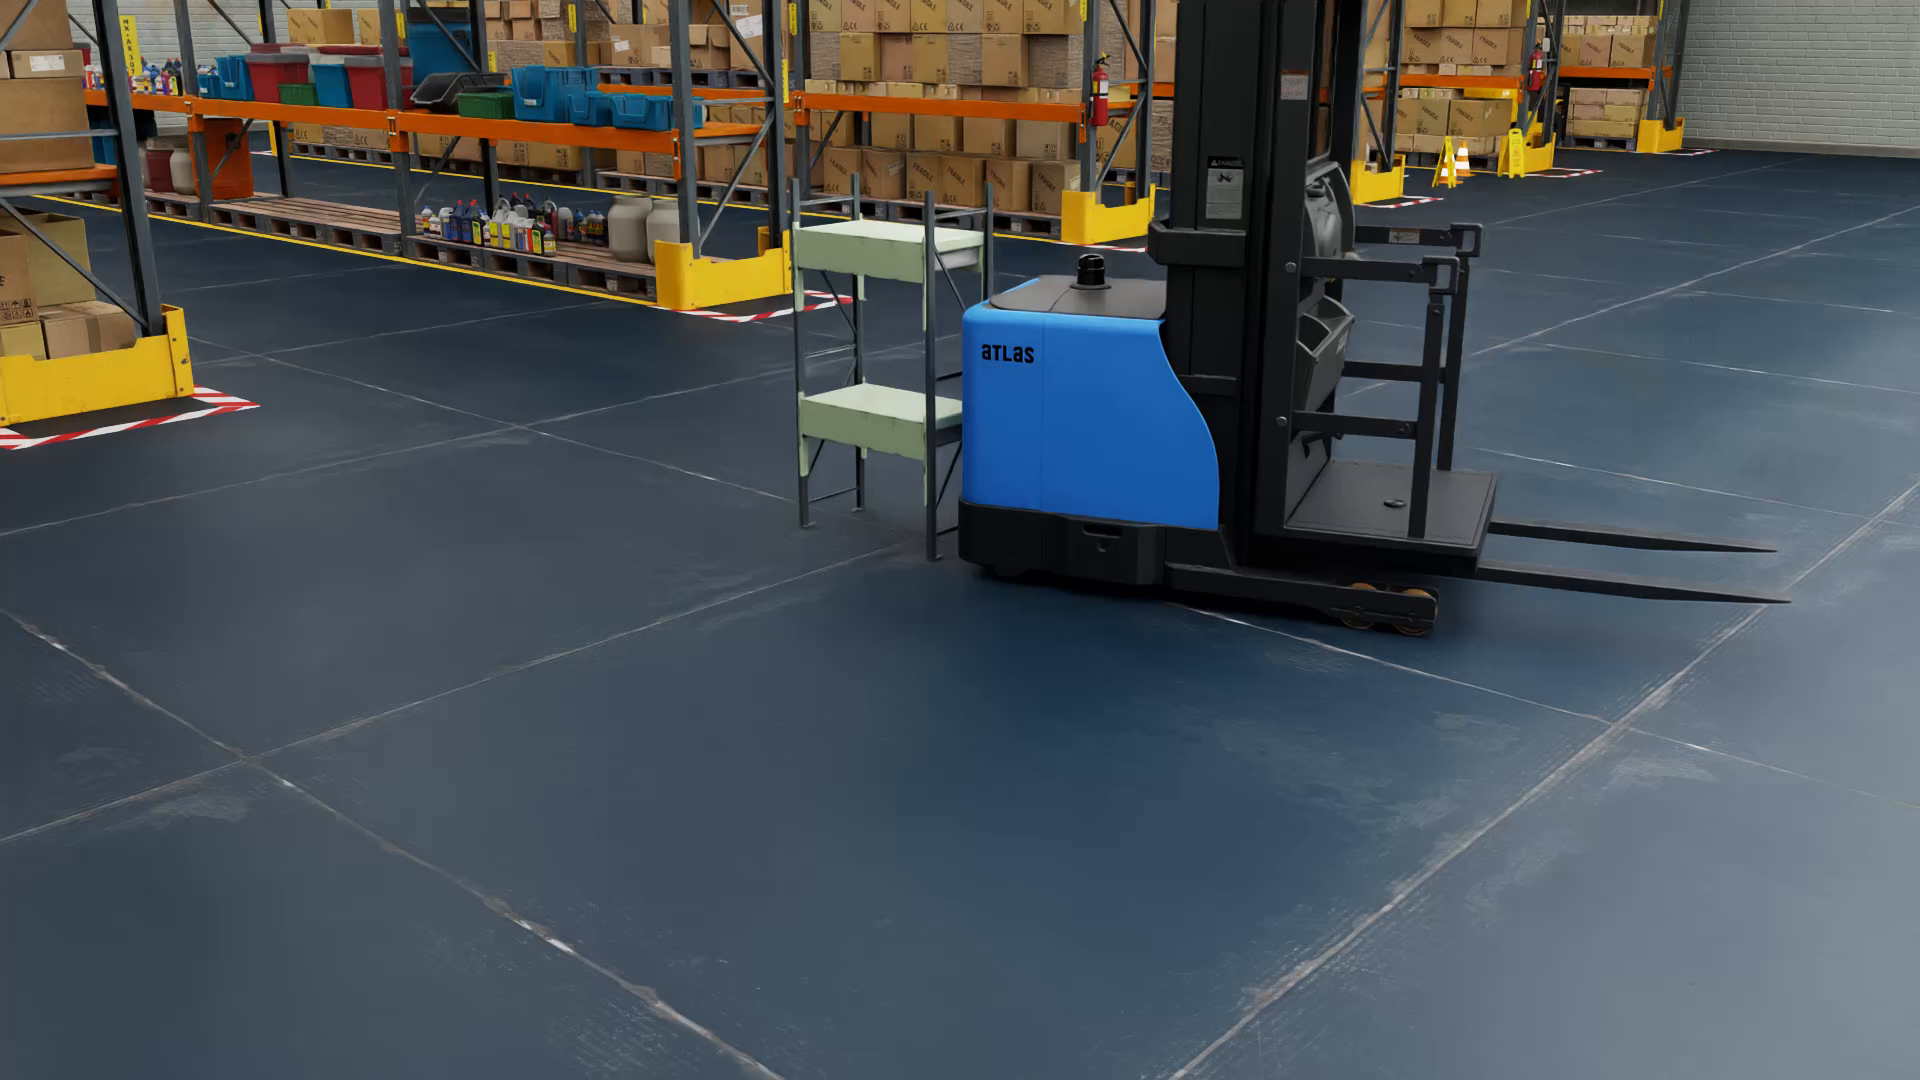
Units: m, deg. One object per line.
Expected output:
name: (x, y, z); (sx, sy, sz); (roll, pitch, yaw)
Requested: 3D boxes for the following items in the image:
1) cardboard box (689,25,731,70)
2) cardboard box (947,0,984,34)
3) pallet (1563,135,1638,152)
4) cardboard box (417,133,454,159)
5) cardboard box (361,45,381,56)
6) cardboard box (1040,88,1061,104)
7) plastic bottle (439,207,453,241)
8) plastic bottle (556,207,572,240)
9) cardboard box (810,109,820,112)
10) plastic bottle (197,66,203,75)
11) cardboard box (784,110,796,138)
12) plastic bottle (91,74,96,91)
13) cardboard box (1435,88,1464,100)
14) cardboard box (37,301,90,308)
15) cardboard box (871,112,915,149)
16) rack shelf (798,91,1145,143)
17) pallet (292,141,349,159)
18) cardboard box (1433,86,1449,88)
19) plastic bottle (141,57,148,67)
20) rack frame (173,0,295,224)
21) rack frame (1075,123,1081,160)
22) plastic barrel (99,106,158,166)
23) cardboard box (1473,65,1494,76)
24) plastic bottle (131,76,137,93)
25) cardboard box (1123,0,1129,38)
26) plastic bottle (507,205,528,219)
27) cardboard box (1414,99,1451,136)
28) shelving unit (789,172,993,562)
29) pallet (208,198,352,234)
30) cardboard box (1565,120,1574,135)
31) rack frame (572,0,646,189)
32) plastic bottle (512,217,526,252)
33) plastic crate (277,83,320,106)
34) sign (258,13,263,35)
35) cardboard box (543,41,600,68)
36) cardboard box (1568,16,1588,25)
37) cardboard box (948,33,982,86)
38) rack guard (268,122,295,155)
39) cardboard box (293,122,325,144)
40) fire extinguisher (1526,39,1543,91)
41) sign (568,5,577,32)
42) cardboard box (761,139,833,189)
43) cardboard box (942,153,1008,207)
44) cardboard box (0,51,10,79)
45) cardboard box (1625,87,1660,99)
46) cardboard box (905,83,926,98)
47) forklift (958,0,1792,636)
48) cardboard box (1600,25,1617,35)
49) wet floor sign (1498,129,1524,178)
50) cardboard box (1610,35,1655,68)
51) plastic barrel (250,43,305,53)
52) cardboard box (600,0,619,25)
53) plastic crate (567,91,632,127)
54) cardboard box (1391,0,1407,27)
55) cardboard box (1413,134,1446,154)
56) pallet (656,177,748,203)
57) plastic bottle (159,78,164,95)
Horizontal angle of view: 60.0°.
cardboard box: (-2.810, -5.823, 19.635); (0.797, 0.503, 0.637); (-15, 23, -40)
cardboard box: (0.214, -5.363, 16.743); (0.500, 0.500, 0.500); (15, 23, 39)
pallet: (10.809, -6.624, 27.634); (1.213, 0.211, 1.003); (15, 23, 39)
cardboard box: (-6.944, -5.916, 23.611); (0.875, 0.875, 1.225); (15, 23, 39)
cardboard box: (-8.329, -7.055, 24.140); (0.500, 0.250, 0.500); (16, 24, 41)
cardboard box: (1.003, -4.384, 16.382); (0.250, 0.149, 0.380); (15, 23, 39)
plastic bottle: (-4.533, -2.815, 14.798); (0.135, 0.276, 0.152); (16, 24, 41)
plastic bottle: (-3.563, -2.836, 14.864); (0.135, 0.276, 0.152); (16, 23, 40)
cardboard box: (-2.147, -6.694, 25.444); (0.500, 0.250, 0.500); (15, 23, 40)
plastic bottle: (-8.601, -5.242, 18.884); (0.097, 0.271, 0.097); (0, 18, 0)
cardboard box: (-2.534, -6.440, 25.884); (0.500, 0.500, 0.500); (14, 22, 37)
plastic bottle: (-9.869, -5.242, 19.000); (0.097, 0.201, 0.097); (0, 18, 0)
cardboard box: (7.026, -6.402, 23.863); (0.250, 0.149, 0.380); (16, 24, 41)
cardboard box: (-5.669, -1.349, 10.256); (0.500, 0.250, 0.500); (15, 23, 39)
cardboard box: (-0.681, -6.136, 24.513); (0.750, 0.750, 1.050); (15, 23, 39)
rack shelf: (0.044, -4.502, 17.526); (4.000, 0.370, 1.077); (15, 23, 39)
pallet: (-9.778, -6.183, 26.247); (1.213, 0.211, 1.003); (15, 23, 39)
cardboard box: (8.571, -7.810, 28.960); (0.500, 0.250, 0.500); (15, 23, 38)
plastic bottle: (-9.681, -5.561, 19.756); (0.185, 0.351, 0.144); (15, 23, 39)
rack frame: (-7.732, -4.929, 17.683); (0.127, 3.000, 1.000); (15, 23, 39)
rack frame: (1.915, -6.348, 22.155); (0.127, 3.000, 1.000); (15, 23, 39)
plastic barrel: (-9.798, -4.676, 19.663); (0.708, 0.901, 0.600); (15, 23, 39)
cardboard box: (7.432, -6.618, 23.420); (0.250, 0.149, 0.380); (15, 23, 39)
plastic bottle: (-9.074, -5.029, 18.328); (0.097, 0.201, 0.097); (0, 18, 0)
cardboard box: (2.169, -6.852, 21.711); (0.550, 0.550, 0.875); (15, 23, 39)
plastic bottle: (-4.003, -2.896, 15.053); (0.135, 0.276, 0.152); (15, 23, 39)
cardboard box: (6.952, -6.138, 24.105); (0.500, 0.500, 0.500); (16, 24, 41)
shelving unit: (-0.283, -0.743, 6.972); (0.755, 1.500, 0.431); (14, 22, 37)
pallet: (-7.178, -3.435, 17.587); (1.213, 0.211, 1.003); (15, 23, 39)
cardboard box: (10.114, -6.926, 27.827); (0.500, 0.250, 0.500); (15, 23, 40)
rack frame: (-4.444, -6.049, 21.214); (0.127, 3.000, 1.000); (15, 23, 39)
plastic bottle: (-3.687, -2.588, 14.083); (0.135, 0.276, 0.152); (14, 22, 38)
plastic crate: (-6.230, -4.310, 16.085); (0.662, 0.188, 0.450); (15, 23, 39)
sign: (-10.801, -7.981, 25.740); (0.005, 0.325, 0.100); (15, 23, 39)
cardboard box: (-4.978, -6.140, 21.334); (0.500, 0.500, 0.500); (16, 24, 41)
cardboard box: (10.177, -8.515, 27.253); (0.250, 0.149, 0.380); (16, 23, 41)
cardboard box: (0.347, -4.932, 17.038); (0.500, 0.500, 0.875); (15, 23, 39)
rack guard: (-10.446, -6.469, 26.668); (0.348, 0.500, 1.175); (15, 23, 39)
cardboard box: (-9.896, -6.732, 26.185); (0.875, 0.875, 0.875); (15, 23, 39)
fire extinguisher: (7.897, -6.521, 22.828); (0.183, 0.674, 0.296); (15, 23, 39)
sign: (-4.810, -6.475, 20.641); (0.005, 0.325, 0.100); (15, 23, 39)
cardboard box: (-1.897, -4.392, 19.398); (0.500, 0.500, 0.700); (13, 22, 35)
cardboard box: (0.158, -3.823, 17.637); (0.500, 0.500, 0.500); (-16, 23, -41)
cardboard box: (-5.451, -2.593, 9.085); (0.250, 0.149, 0.380); (15, 23, 38)
cardboard box: (11.175, -7.314, 27.398); (0.500, 0.250, 0.500); (15, 23, 38)
cardboard box: (-0.360, -4.717, 17.431); (0.250, 0.149, 0.380); (15, 23, 39)
forklift: (1.564, -1.232, 6.149); (3.031, 2.935, 1.130); (7, 19, 20)
cardboard box: (10.600, -8.282, 27.013); (0.250, 0.149, 0.380); (16, 23, 40)
wet floor sign: (7.549, -5.283, 22.690); (0.267, 0.644, 0.232); (-9, 20, -27)
cardboard box: (10.867, -7.896, 26.867); (0.500, 0.500, 0.500); (14, 23, 38)
plastic barrel: (-7.184, -4.969, 17.584); (0.708, 0.536, 0.600); (15, 23, 39)
cardboard box: (-5.761, -8.962, 28.083); (0.500, 0.500, 0.500); (14, 22, 38)
plastic crate: (-2.803, -3.416, 13.162); (0.408, 0.251, 0.499); (15, 23, 39)
cardboard box: (6.486, -7.718, 24.163); (0.500, 0.500, 0.700); (15, 23, 39)
cardboard box: (6.952, -5.782, 24.222); (0.500, 0.250, 0.500); (15, 23, 39)
pallet: (-2.952, -4.318, 20.368); (1.213, 0.211, 1.003); (15, 23, 39)
plastic bottle: (-8.564, -4.892, 17.896); (0.097, 0.201, 0.097); (0, 18, 0)
